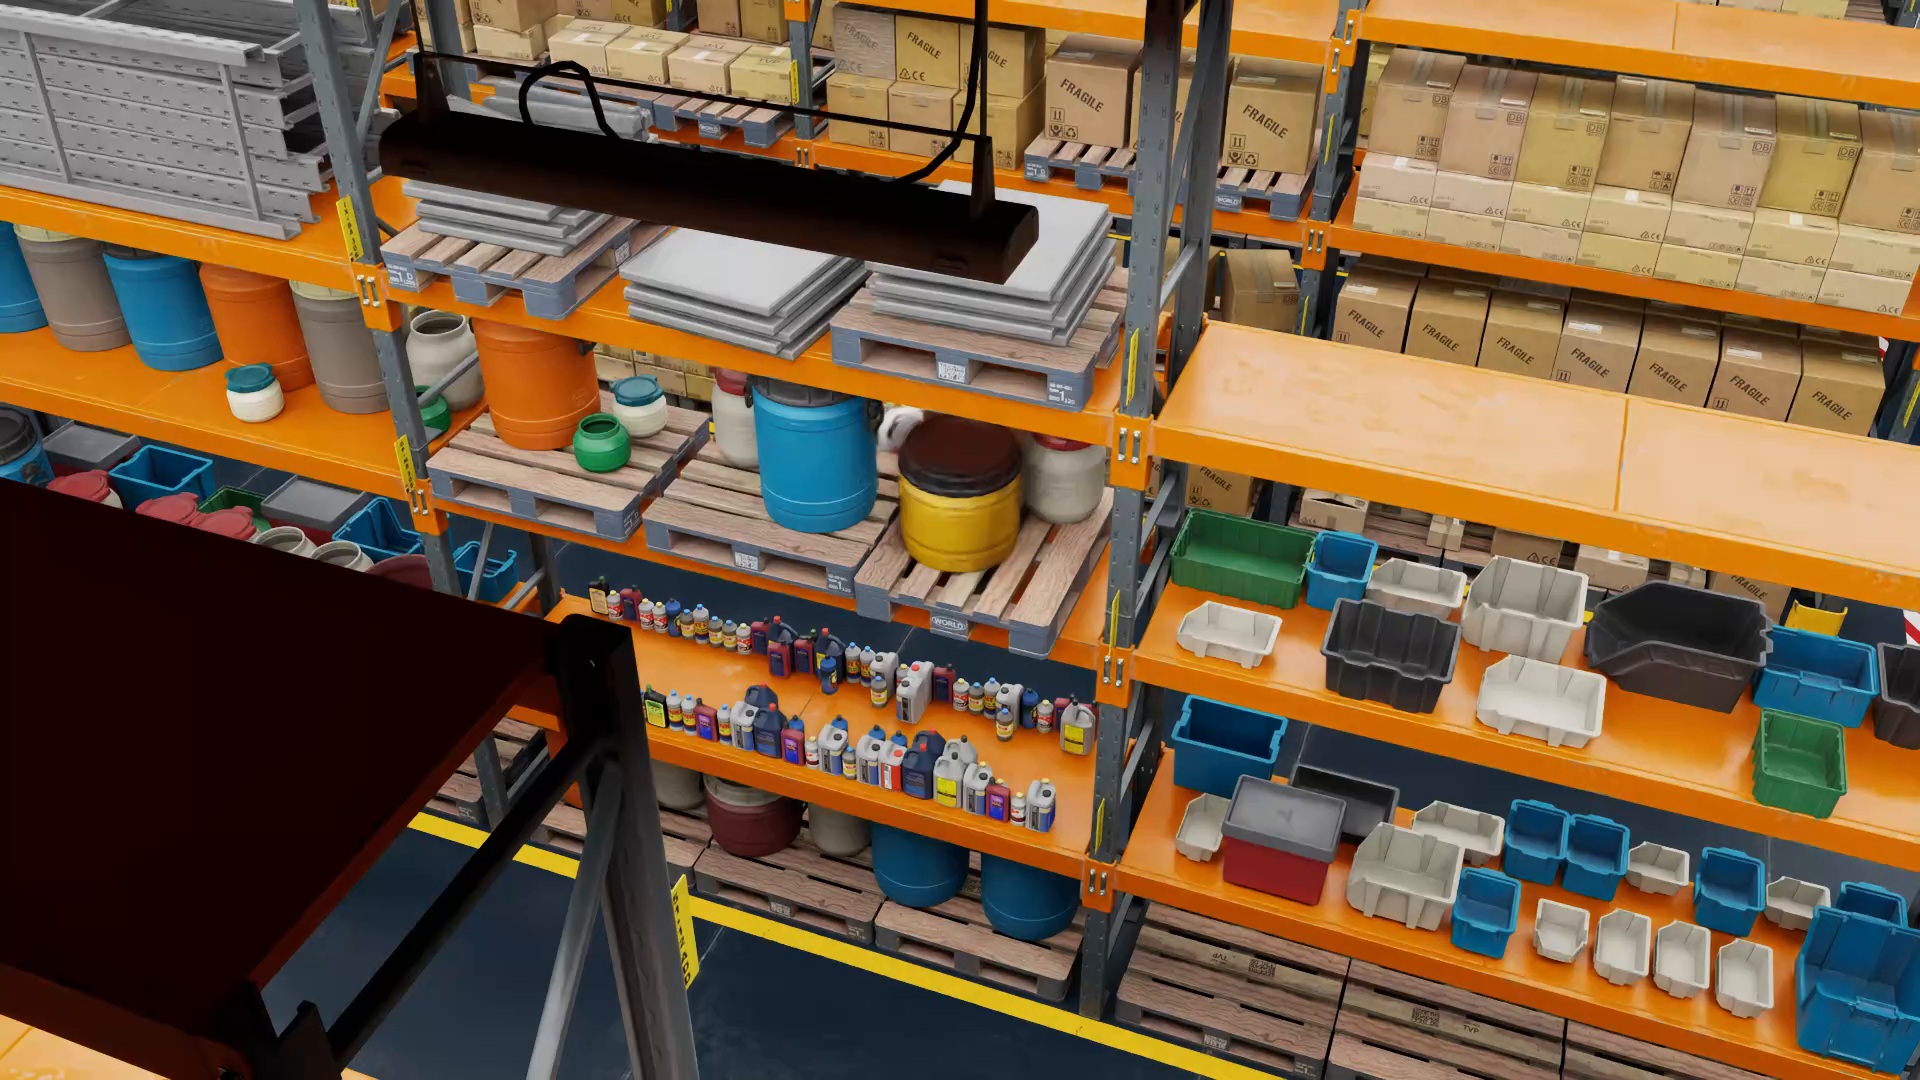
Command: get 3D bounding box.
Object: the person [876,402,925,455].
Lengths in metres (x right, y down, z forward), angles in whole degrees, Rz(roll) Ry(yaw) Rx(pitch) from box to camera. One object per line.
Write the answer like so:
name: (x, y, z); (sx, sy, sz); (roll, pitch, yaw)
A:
person: (-0.605, -0.616, 12.431); (0.713, 1.649, 0.572); (0, 36, 0)
